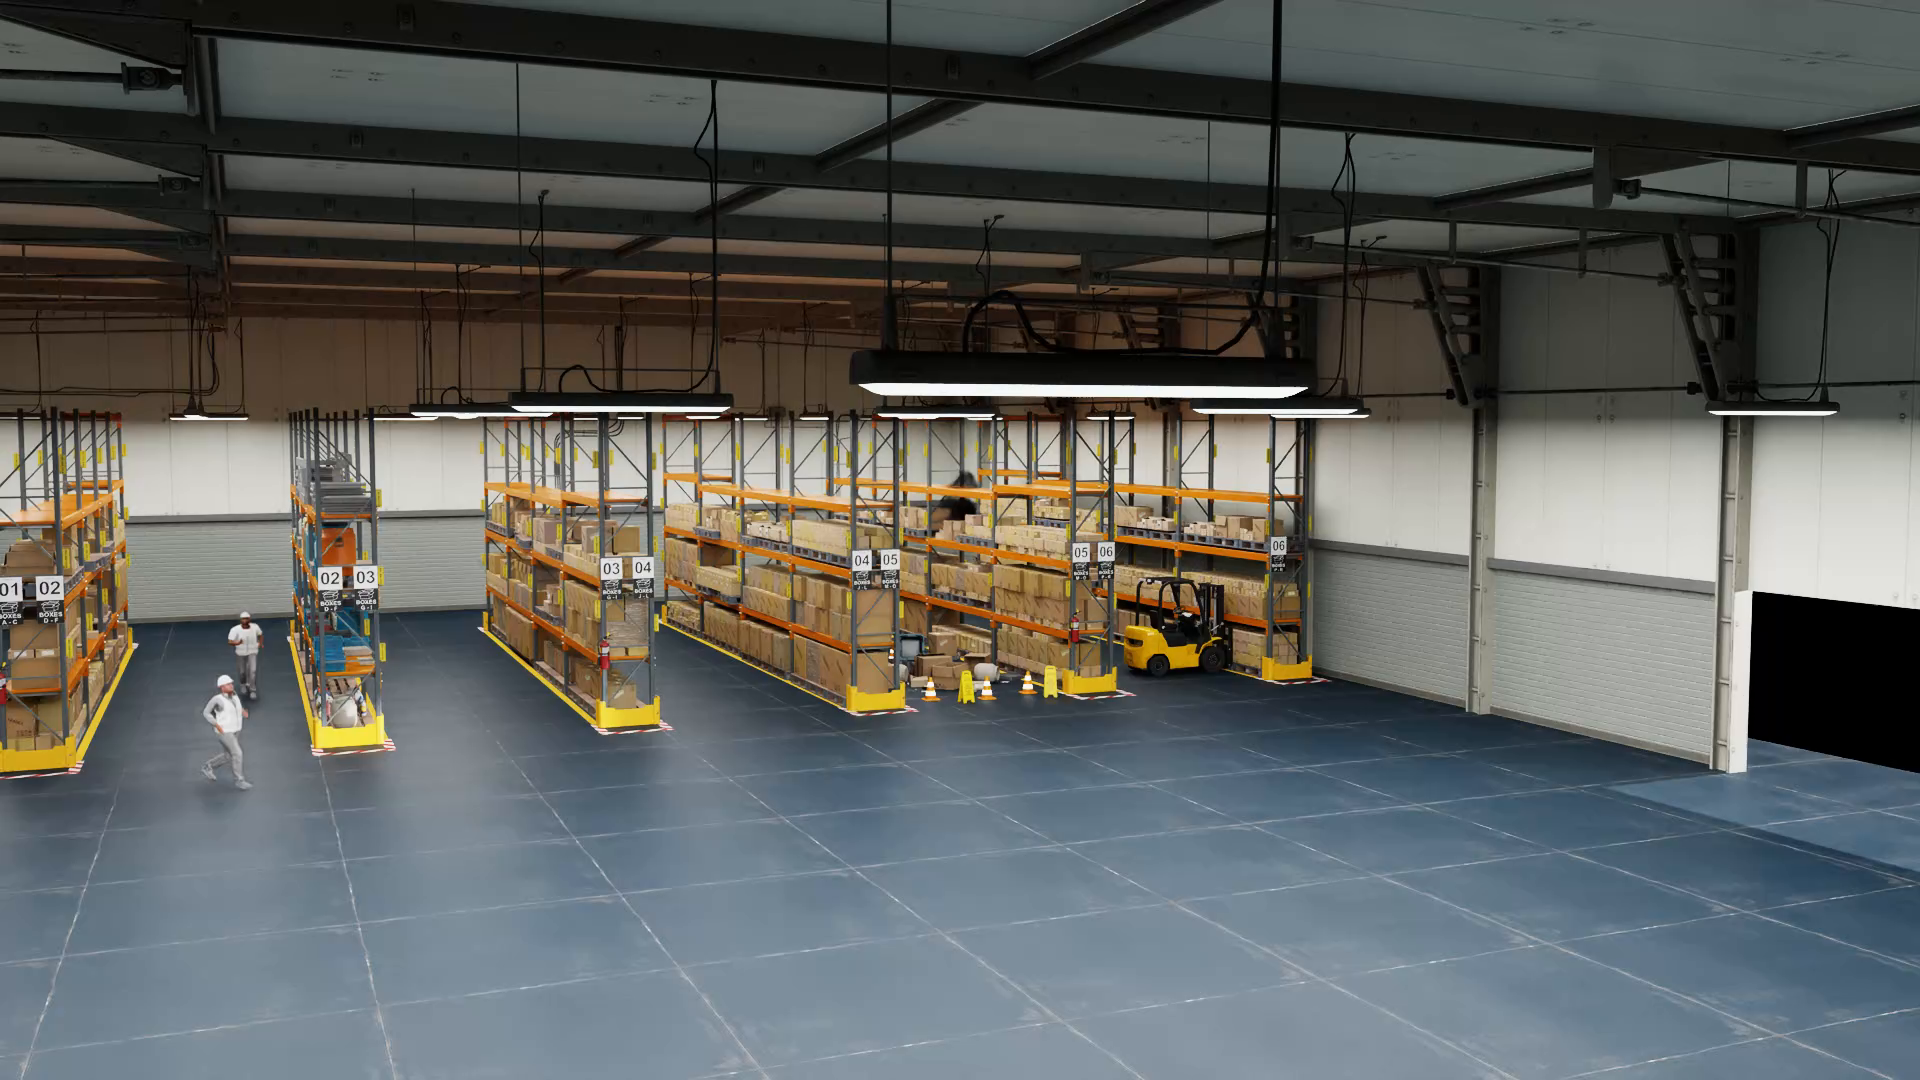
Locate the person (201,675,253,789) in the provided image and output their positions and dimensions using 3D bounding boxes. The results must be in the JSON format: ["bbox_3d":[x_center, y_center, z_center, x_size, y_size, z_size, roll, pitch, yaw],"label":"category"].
[{"bbox_3d":[-11.534,3.008,26.148,0.888,1.786,0.649,1,4,9],"label":"person"}]

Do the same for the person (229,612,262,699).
[{"bbox_3d":[-14.867,2.375,34.635,0.660,1.760,0.983,-2,5,-28],"label":"person"}]

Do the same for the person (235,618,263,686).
[{"bbox_3d":[-15.478,2.378,36.139,0.578,1.628,0.537,-1,4,-16],"label":"person"}]
